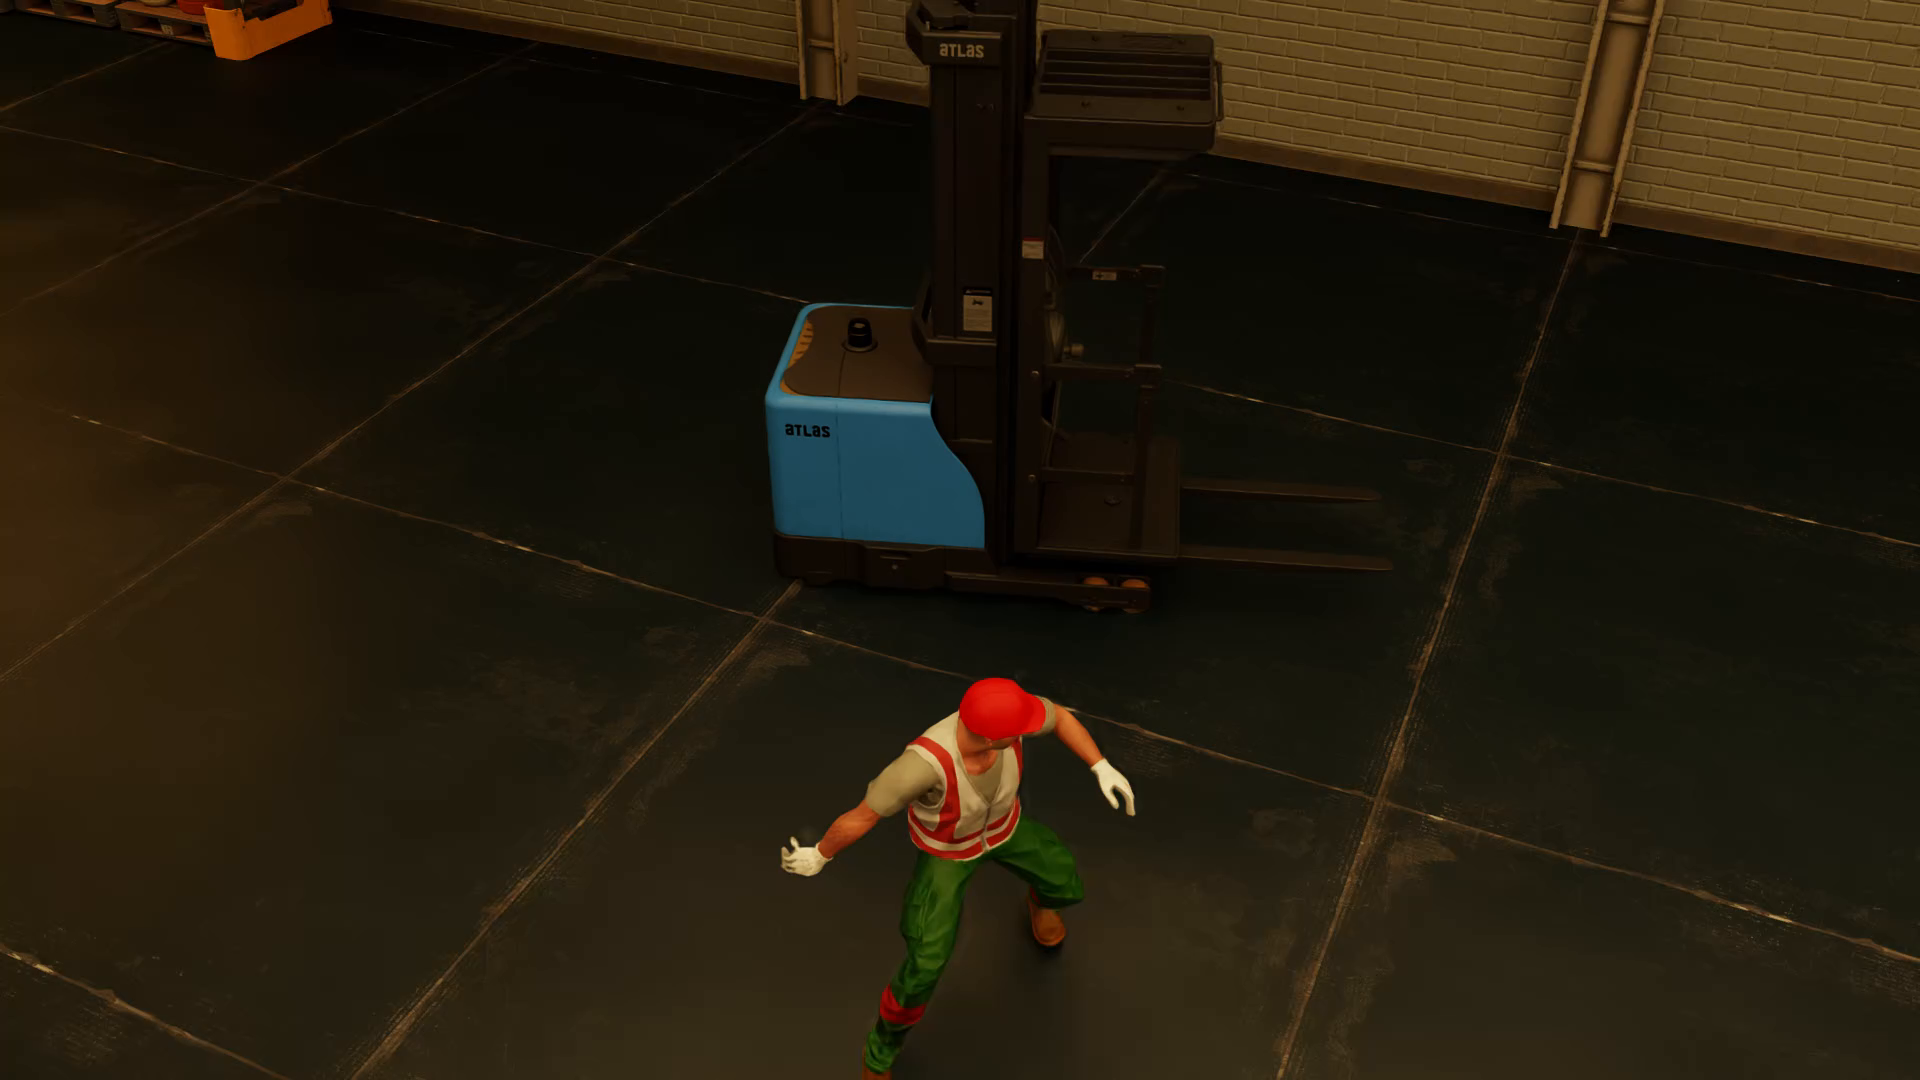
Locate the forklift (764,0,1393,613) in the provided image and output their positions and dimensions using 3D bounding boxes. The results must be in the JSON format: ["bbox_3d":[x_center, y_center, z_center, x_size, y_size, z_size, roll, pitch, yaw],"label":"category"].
[{"bbox_3d":[0.625,-1.163,7.717,3.031,2.935,1.130,4,36,5],"label":"forklift"}]

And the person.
[{"bbox_3d":[-0.001,1.100,5.766,1.139,1.720,0.567,-19,40,-24],"label":"person"}]
